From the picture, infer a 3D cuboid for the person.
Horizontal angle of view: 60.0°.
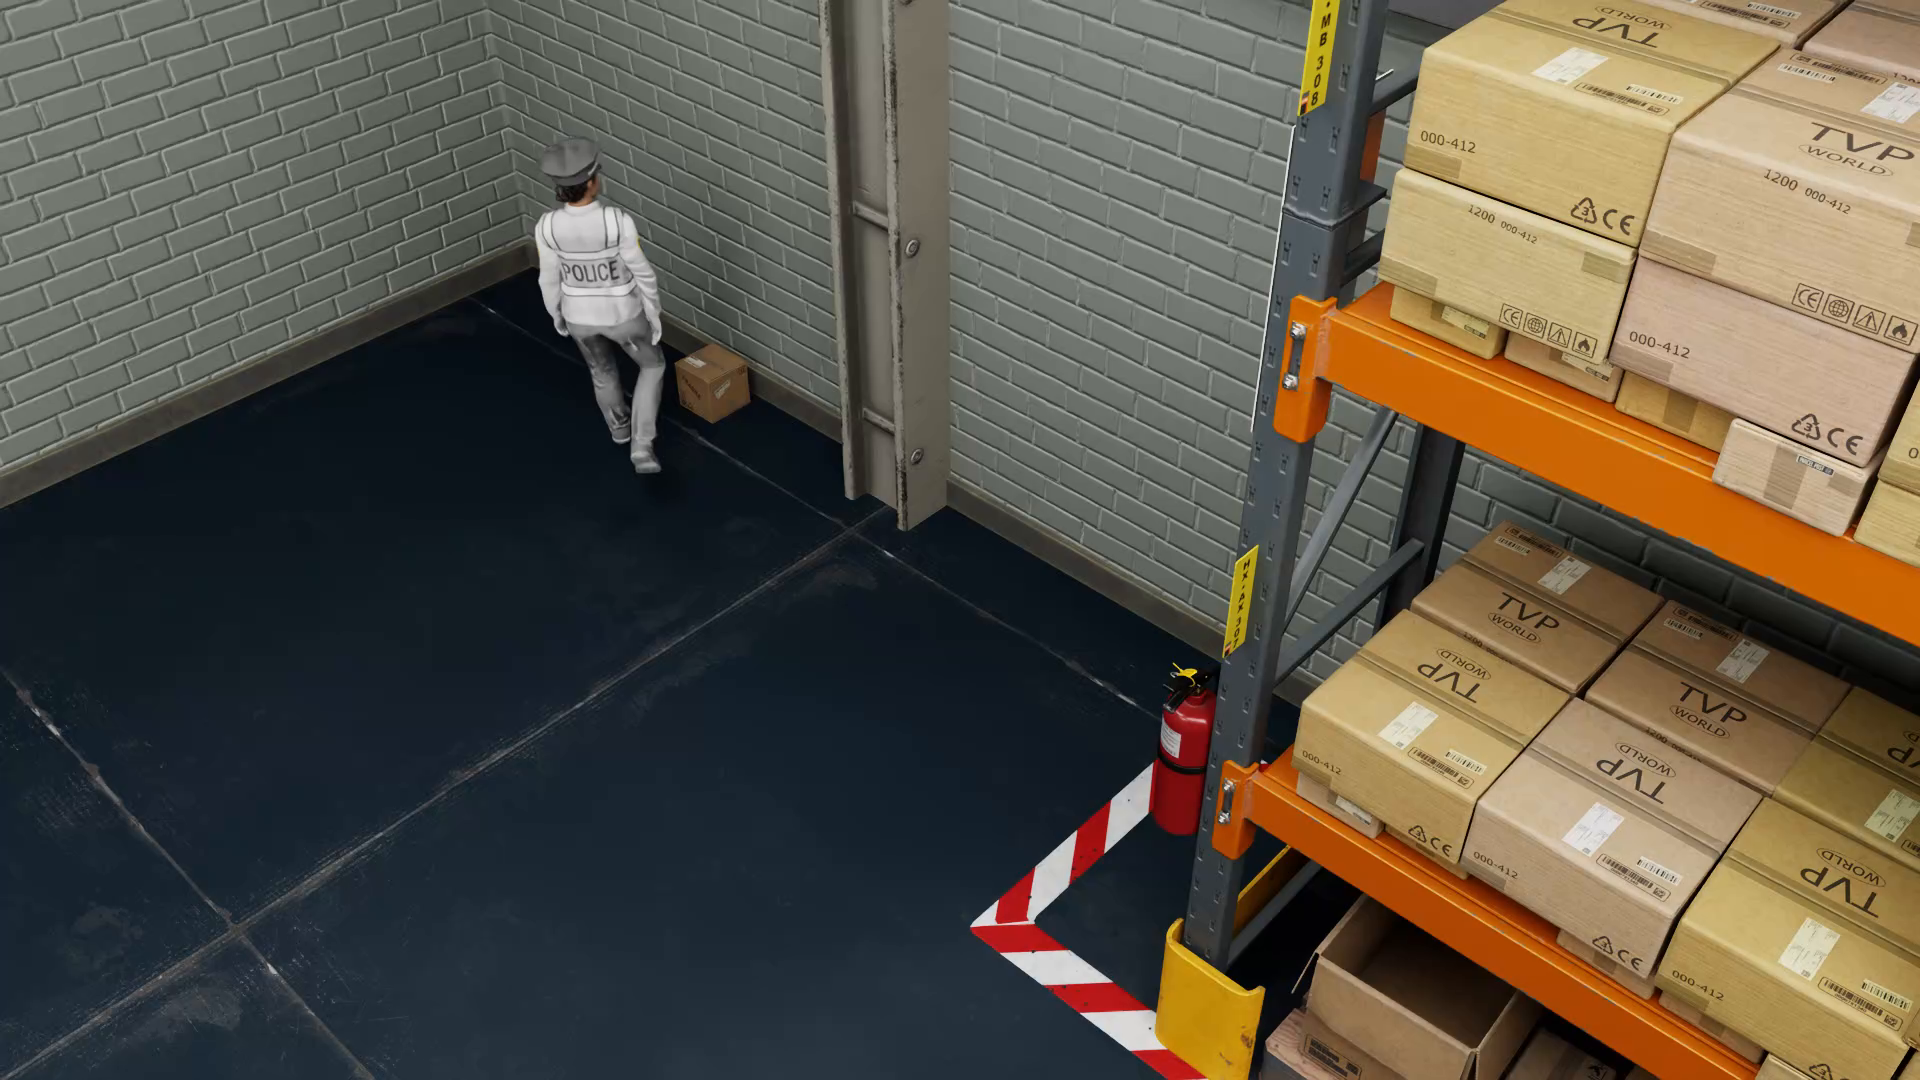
[{"bbox_3d":[-1.574,-1.034,7.399,0.519,1.640,0.742,0,40,0],"label":"person"}]
